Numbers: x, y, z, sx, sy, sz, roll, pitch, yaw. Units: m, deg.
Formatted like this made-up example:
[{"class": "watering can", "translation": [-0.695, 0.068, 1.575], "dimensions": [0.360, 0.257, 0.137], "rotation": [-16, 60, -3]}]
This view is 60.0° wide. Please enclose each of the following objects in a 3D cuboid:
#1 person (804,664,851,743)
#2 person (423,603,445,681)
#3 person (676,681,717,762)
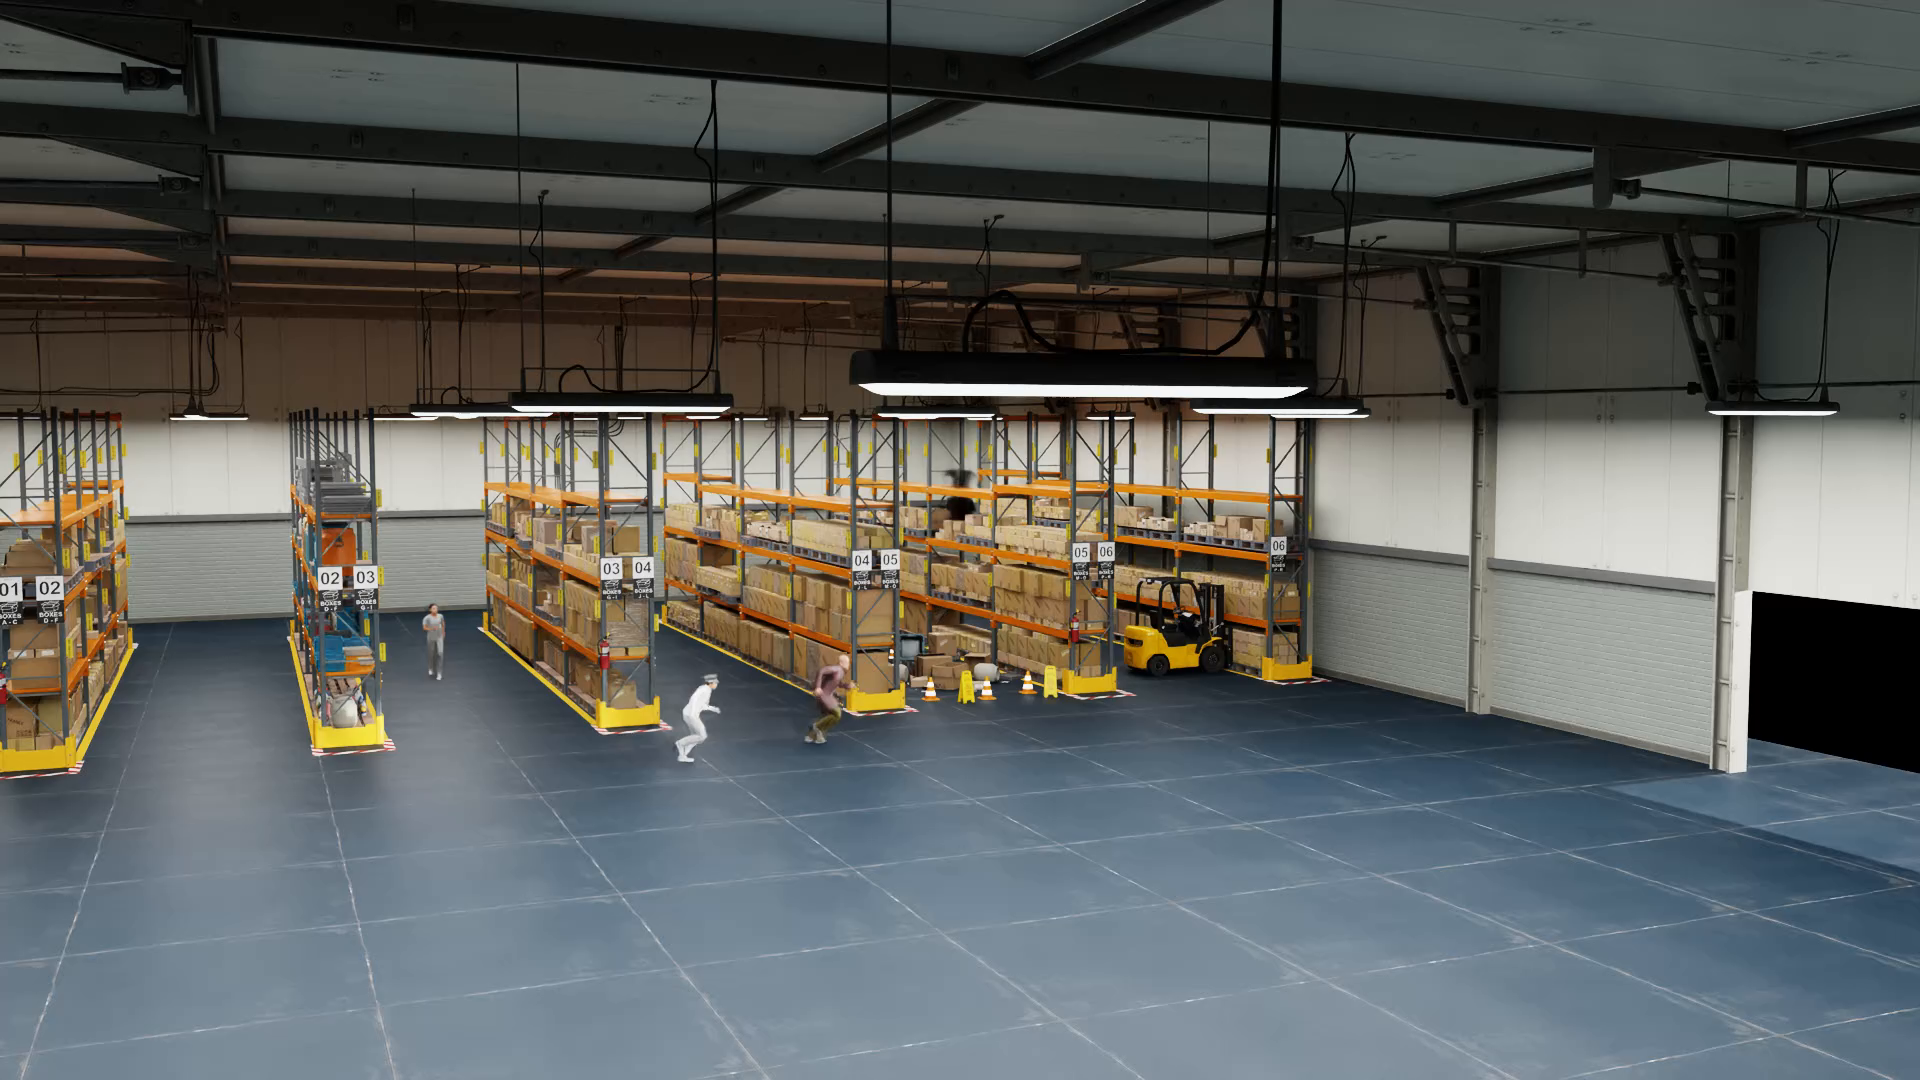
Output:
[{"class": "person", "translation": [-2.364, 2.923, 29.619], "dimensions": [0.768, 1.439, 0.741], "rotation": [1, 4, 13]}, {"class": "person", "translation": [-11.809, 2.263, 37.346], "dimensions": [0.511, 1.718, 0.854], "rotation": [-2, 4, -26]}, {"class": "person", "translation": [-4.447, 3.026, 28.077], "dimensions": [0.712, 1.480, 0.646], "rotation": [-1, 4, -9]}]
